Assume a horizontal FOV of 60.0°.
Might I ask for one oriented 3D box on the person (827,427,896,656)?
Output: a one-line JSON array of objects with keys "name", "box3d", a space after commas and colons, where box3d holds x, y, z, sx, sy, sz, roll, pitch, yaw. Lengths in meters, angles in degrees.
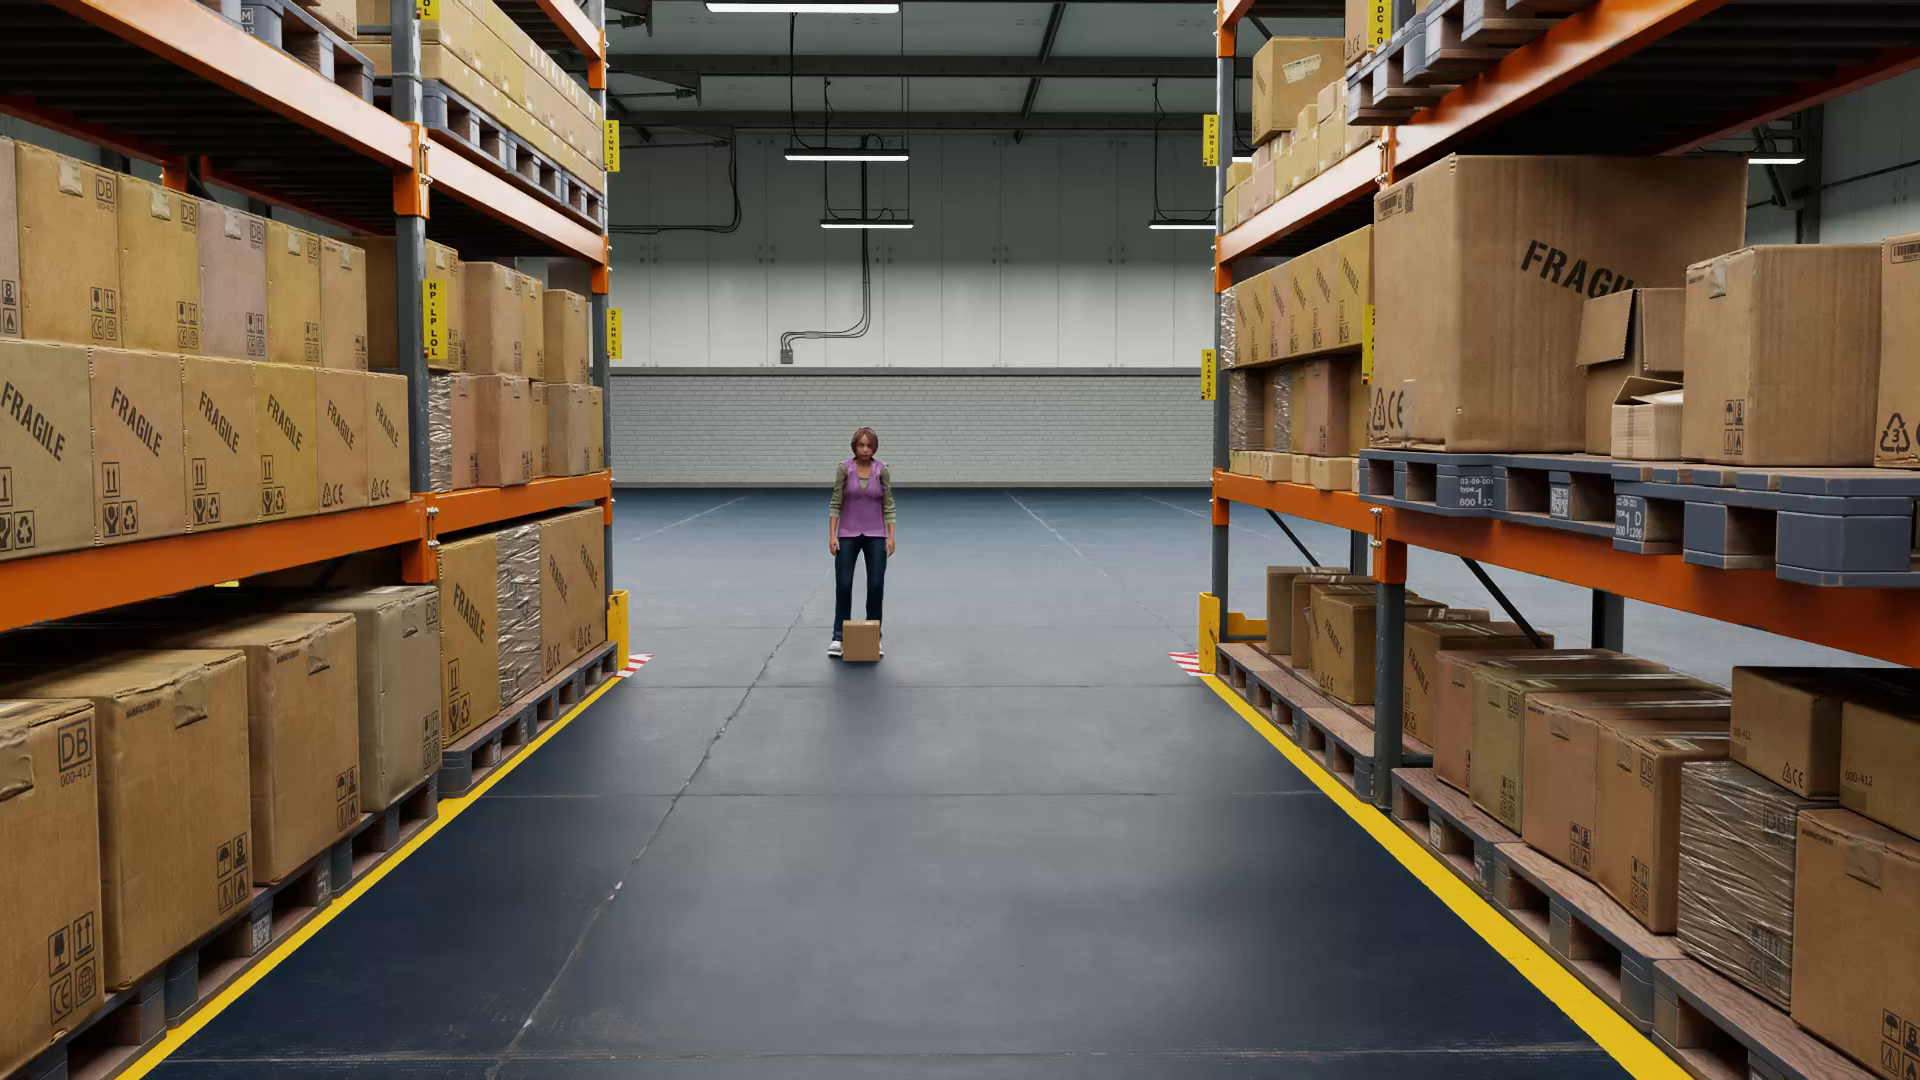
[{"name": "person", "box3d": [-0.690, 0.007, 11.631, 0.485, 1.593, 0.344, 0, 4, -5]}]
